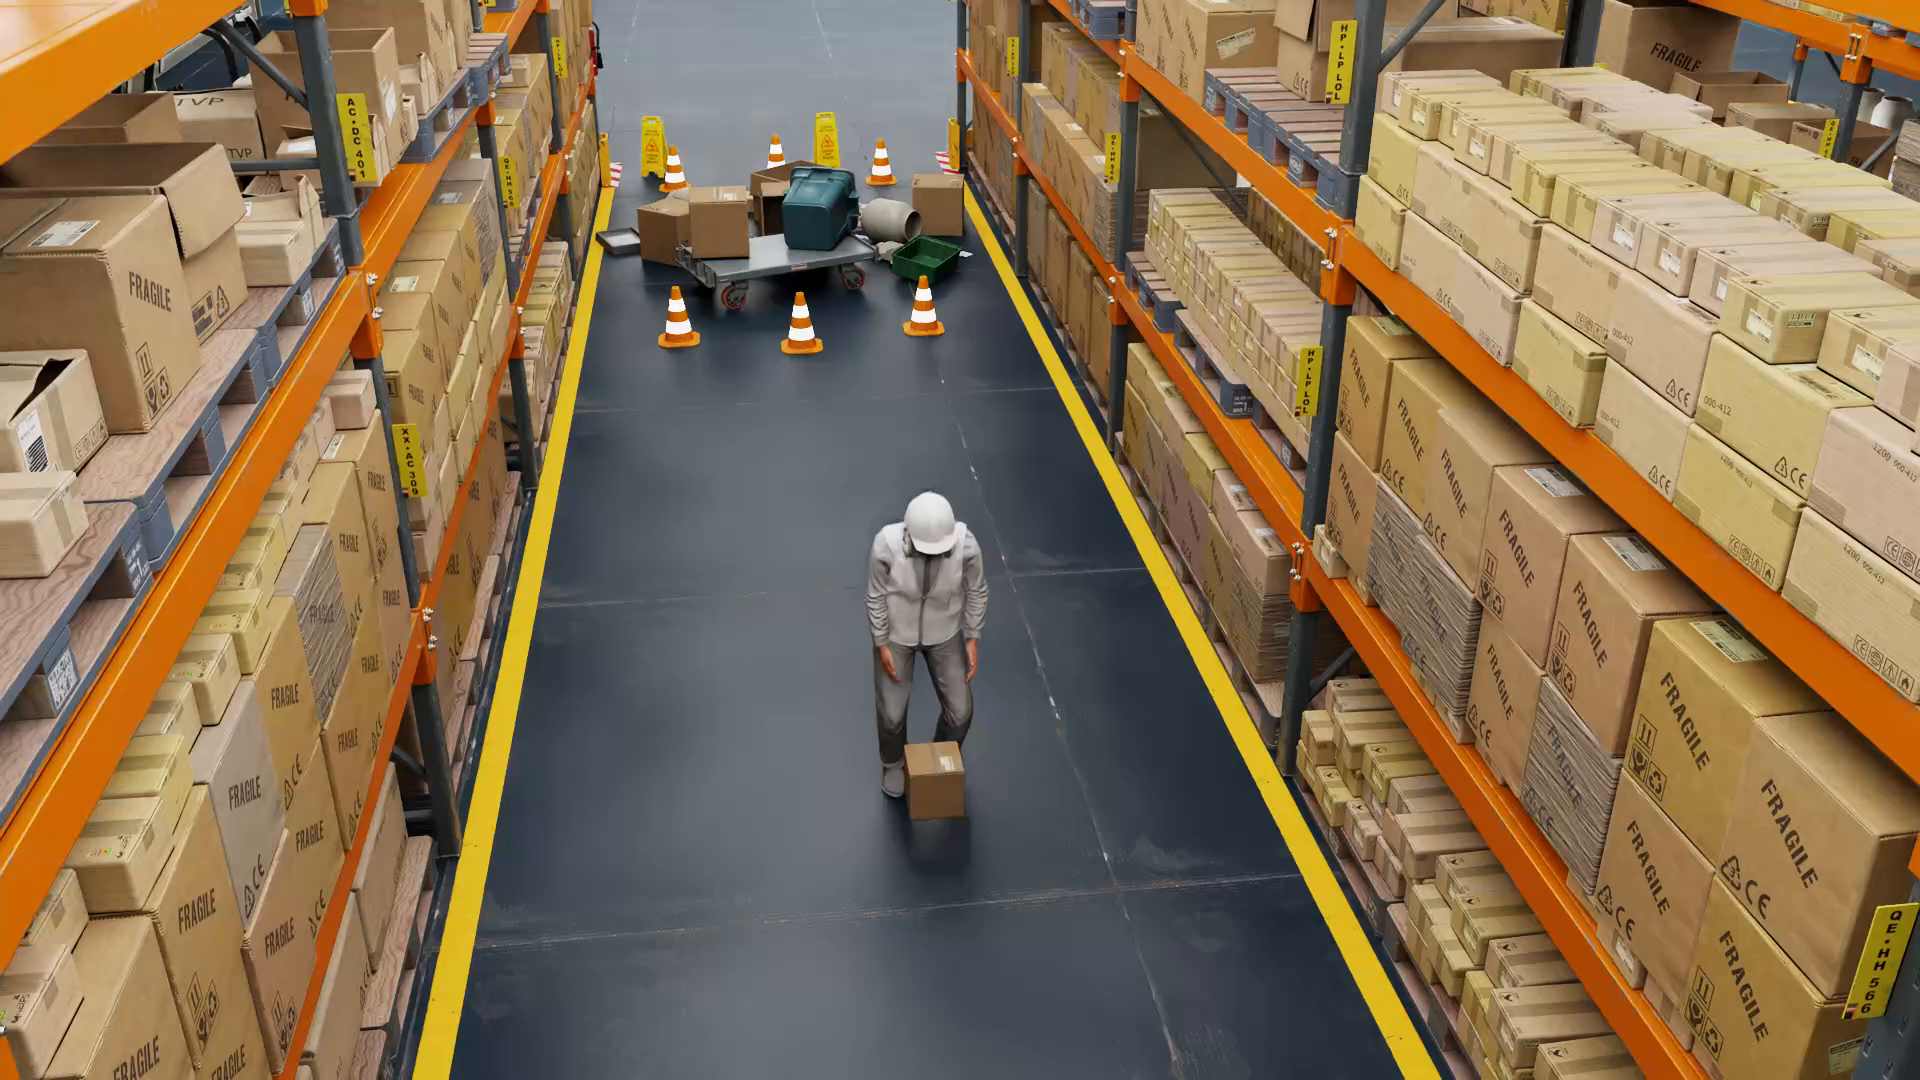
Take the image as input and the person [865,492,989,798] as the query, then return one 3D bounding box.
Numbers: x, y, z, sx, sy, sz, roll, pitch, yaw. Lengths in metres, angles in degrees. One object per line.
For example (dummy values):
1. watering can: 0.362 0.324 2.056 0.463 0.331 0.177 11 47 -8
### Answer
1. person: -0.156 0.462 7.831 0.578 1.647 0.581 -3 27 -6
